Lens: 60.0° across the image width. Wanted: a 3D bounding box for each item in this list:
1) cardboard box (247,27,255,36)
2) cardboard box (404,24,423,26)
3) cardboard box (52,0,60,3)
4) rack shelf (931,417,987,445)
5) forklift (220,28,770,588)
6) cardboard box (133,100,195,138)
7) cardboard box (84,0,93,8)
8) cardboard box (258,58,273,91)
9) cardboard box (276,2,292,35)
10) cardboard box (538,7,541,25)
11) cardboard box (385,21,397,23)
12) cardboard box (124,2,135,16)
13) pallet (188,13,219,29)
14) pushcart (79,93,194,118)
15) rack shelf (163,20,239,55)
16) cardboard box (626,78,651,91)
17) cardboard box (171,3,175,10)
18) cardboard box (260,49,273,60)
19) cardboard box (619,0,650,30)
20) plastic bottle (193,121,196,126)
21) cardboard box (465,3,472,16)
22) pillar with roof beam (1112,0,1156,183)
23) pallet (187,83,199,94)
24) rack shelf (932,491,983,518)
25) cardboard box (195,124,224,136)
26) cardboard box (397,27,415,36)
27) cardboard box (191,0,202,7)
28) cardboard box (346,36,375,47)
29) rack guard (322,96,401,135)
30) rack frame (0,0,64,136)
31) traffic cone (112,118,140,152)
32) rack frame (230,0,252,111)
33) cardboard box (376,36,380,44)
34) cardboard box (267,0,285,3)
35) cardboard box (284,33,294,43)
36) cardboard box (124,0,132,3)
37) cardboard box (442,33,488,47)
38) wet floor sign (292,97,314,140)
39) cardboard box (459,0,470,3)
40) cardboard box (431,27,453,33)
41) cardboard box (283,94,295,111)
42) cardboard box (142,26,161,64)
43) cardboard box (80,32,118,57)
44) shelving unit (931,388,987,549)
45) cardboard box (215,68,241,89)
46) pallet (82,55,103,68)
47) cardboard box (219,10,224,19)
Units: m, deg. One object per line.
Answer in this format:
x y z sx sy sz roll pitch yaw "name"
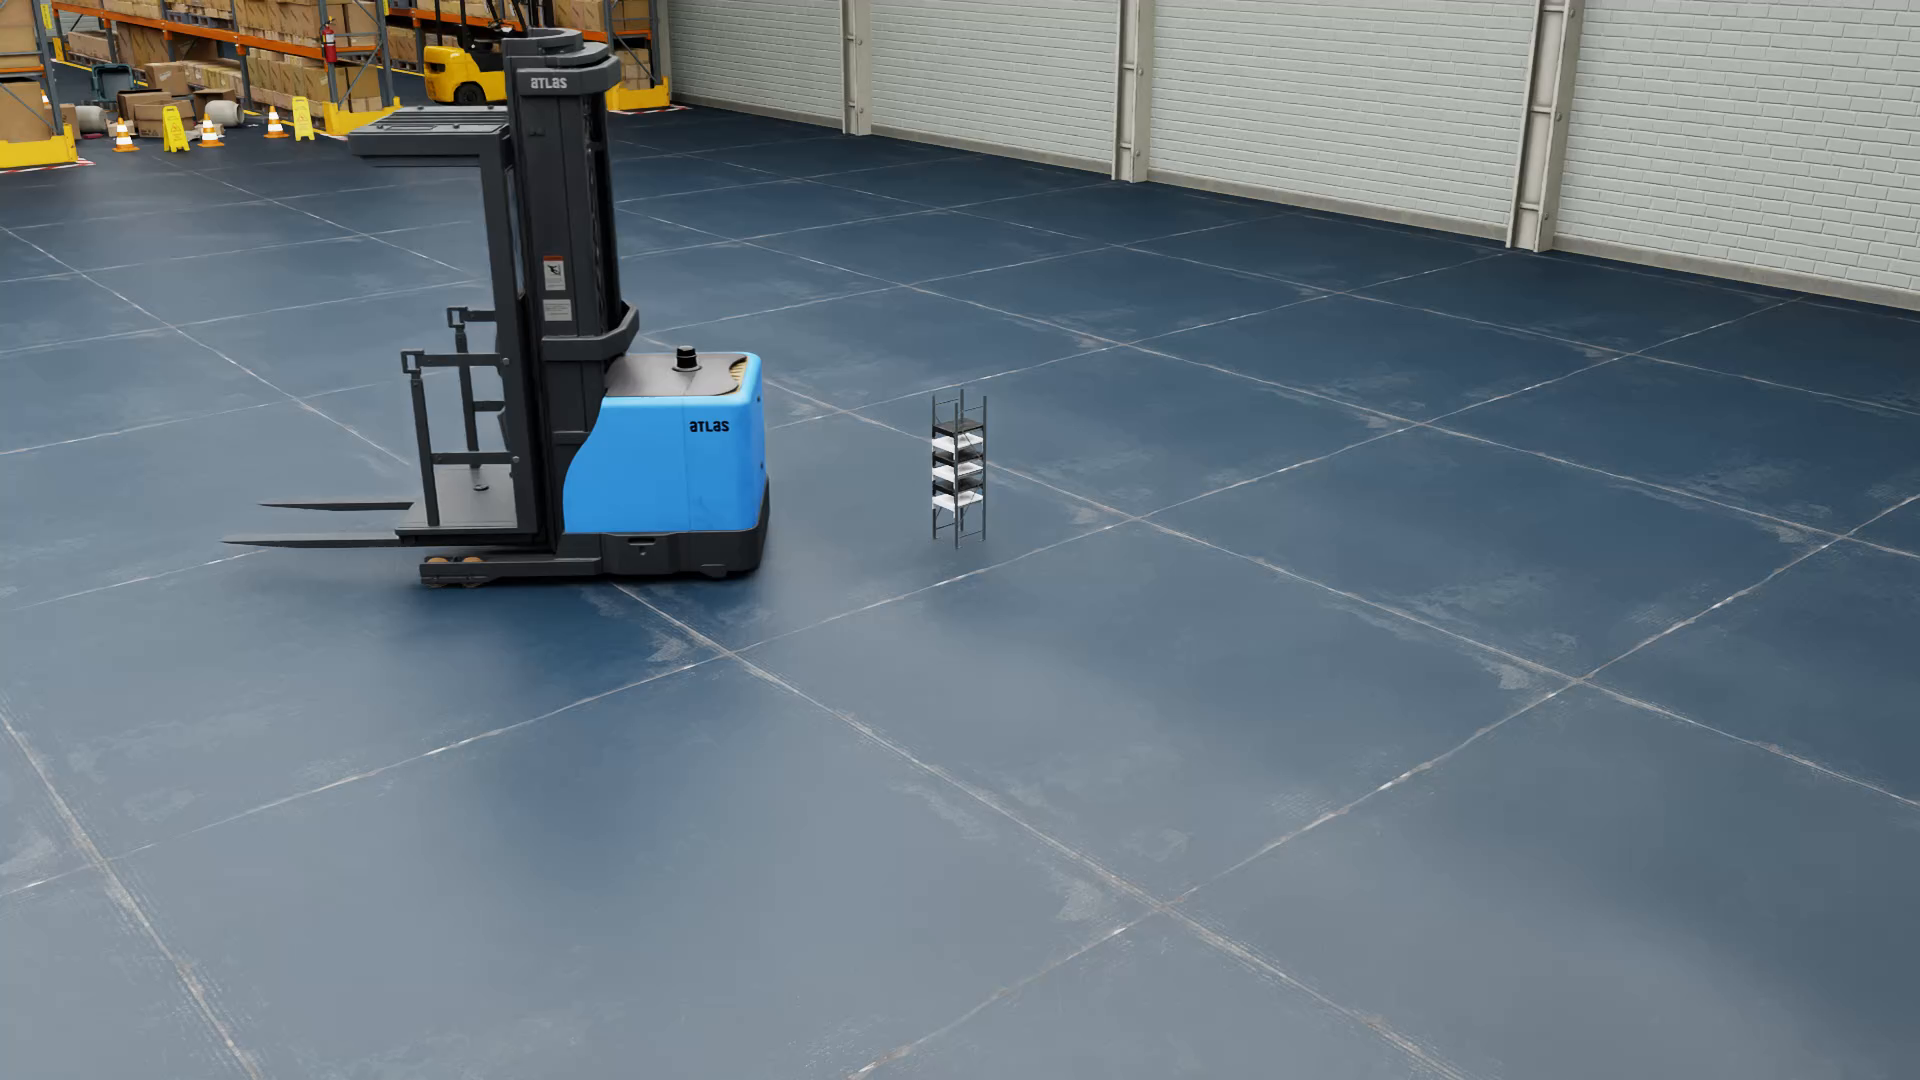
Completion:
-11.981 -8.730 28.504 0.380 0.149 0.250 -16 27 -36 "cardboard box"
-11.990 -11.252 36.561 0.380 0.149 0.250 -17 27 -37 "cardboard box"
-19.885 -12.229 36.956 0.500 0.500 0.500 -18 27 -38 "cardboard box"
-0.005 -0.642 9.739 0.258 0.077 0.200 -17 27 -37 "rack shelf"
-2.665 -1.295 9.270 3.031 2.935 1.130 -1 21 -2 "forklift"
-12.602 -6.683 26.356 0.637 0.503 0.797 3 22 9 "cardboard box"
-18.207 -11.533 35.179 0.500 0.500 0.500 -18 28 -39 "cardboard box"
-11.609 -7.960 28.360 0.500 0.500 0.500 -16 27 -35 "cardboard box"
-10.747 -8.510 27.055 0.500 0.500 0.500 -18 27 -38 "cardboard box"
-7.614 -9.833 30.838 0.500 0.500 0.500 -18 28 -38 "cardboard box"
-12.813 -11.625 37.513 0.380 0.149 0.250 -17 27 -37 "cardboard box"
-16.302 -10.595 33.128 0.500 0.250 0.500 -18 28 -38 "cardboard box"
-13.436 -9.546 30.507 1.003 0.211 1.213 -17 27 -37 "pallet"
-13.843 -7.290 28.079 0.936 0.377 1.648 12 24 27 "pushcart"
-13.454 -9.285 30.564 1.077 0.370 4.000 -17 27 -37 "rack shelf"
-5.952 -8.243 30.110 0.500 0.250 0.500 -17 27 -37 "cardboard box"
-14.688 -10.117 31.471 0.380 0.149 0.250 -19 29 -40 "cardboard box"
-11.595 -8.216 28.126 0.380 0.149 0.250 -16 27 -35 "cardboard box"
-5.892 -9.395 29.720 0.500 0.500 0.500 -16 27 -36 "cardboard box"
-12.727 -6.896 27.508 0.133 0.061 0.283 -12 25 -28 "plastic bottle"
-9.551 -10.540 32.986 0.500 0.250 0.500 -17 27 -37 "cardboard box"
-0.979 -8.005 18.084 9.100 9.000 0.400 -17 27 -37 "pillar with roof beam"
-14.250 -8.658 31.800 1.003 0.211 1.213 -17 27 -37 "pallet"
-0.005 -0.223 9.903 0.258 0.077 0.200 -17 27 -37 "rack shelf"
-11.923 -6.516 26.417 0.380 0.149 0.250 -4 22 -10 "cardboard box"
-11.856 -10.917 35.705 0.380 0.149 0.250 -19 28 -39 "cardboard box"
-13.623 -9.947 30.145 0.500 0.500 0.500 -19 28 -39 "cardboard box"
-9.602 -7.989 26.612 0.380 0.149 0.250 -17 27 -37 "cardboard box"
-9.587 -6.820 26.710 1.175 0.500 0.348 -17 27 -37 "rack guard"
-13.221 -6.756 23.121 1.000 3.000 0.127 -17 27 -37 "rack frame"
-12.492 -6.060 24.821 0.336 0.463 0.334 -17 27 -37 "traffic cone"
-12.148 -9.068 29.022 1.000 3.000 0.127 -17 27 -37 "rack frame"
-12.456 -10.877 36.492 0.500 0.500 0.500 -19 28 -39 "cardboard box"
-10.772 -8.960 26.832 0.700 0.500 0.500 -18 28 -38 "cardboard box"
-10.831 -8.235 27.240 0.380 0.149 0.250 -18 28 -38 "cardboard box"
-16.294 -10.830 33.041 0.500 0.250 0.500 -18 28 -39 "cardboard box"
-10.172 -10.091 34.315 0.875 0.625 0.625 -16 27 -36 "cardboard box"
-10.224 -6.559 25.846 0.267 0.644 0.232 -8 23 -19 "wet floor sign"
-9.575 -10.771 32.892 0.500 0.250 0.500 -17 27 -36 "cardboard box"
-11.106 -10.907 35.682 0.380 0.149 0.250 -16 26 -35 "cardboard box"
-10.947 -7.325 27.768 0.500 0.250 0.500 -19 28 -39 "cardboard box"
-15.726 -9.837 33.324 0.875 0.875 0.875 -17 27 -37 "cardboard box"
-18.871 -10.976 36.832 0.875 0.438 0.875 -17 27 -36 "cardboard box"
-0.005 -0.421 9.826 0.258 0.900 0.210 -17 27 -37 "shelving unit"
-12.964 -8.382 30.298 0.950 0.372 0.625 -15 26 -34 "cardboard box"
-18.608 -10.545 36.619 1.003 0.211 1.213 -17 27 -37 "pallet"
-12.852 -9.300 29.383 0.380 0.149 0.250 -18 28 -39 "cardboard box"
